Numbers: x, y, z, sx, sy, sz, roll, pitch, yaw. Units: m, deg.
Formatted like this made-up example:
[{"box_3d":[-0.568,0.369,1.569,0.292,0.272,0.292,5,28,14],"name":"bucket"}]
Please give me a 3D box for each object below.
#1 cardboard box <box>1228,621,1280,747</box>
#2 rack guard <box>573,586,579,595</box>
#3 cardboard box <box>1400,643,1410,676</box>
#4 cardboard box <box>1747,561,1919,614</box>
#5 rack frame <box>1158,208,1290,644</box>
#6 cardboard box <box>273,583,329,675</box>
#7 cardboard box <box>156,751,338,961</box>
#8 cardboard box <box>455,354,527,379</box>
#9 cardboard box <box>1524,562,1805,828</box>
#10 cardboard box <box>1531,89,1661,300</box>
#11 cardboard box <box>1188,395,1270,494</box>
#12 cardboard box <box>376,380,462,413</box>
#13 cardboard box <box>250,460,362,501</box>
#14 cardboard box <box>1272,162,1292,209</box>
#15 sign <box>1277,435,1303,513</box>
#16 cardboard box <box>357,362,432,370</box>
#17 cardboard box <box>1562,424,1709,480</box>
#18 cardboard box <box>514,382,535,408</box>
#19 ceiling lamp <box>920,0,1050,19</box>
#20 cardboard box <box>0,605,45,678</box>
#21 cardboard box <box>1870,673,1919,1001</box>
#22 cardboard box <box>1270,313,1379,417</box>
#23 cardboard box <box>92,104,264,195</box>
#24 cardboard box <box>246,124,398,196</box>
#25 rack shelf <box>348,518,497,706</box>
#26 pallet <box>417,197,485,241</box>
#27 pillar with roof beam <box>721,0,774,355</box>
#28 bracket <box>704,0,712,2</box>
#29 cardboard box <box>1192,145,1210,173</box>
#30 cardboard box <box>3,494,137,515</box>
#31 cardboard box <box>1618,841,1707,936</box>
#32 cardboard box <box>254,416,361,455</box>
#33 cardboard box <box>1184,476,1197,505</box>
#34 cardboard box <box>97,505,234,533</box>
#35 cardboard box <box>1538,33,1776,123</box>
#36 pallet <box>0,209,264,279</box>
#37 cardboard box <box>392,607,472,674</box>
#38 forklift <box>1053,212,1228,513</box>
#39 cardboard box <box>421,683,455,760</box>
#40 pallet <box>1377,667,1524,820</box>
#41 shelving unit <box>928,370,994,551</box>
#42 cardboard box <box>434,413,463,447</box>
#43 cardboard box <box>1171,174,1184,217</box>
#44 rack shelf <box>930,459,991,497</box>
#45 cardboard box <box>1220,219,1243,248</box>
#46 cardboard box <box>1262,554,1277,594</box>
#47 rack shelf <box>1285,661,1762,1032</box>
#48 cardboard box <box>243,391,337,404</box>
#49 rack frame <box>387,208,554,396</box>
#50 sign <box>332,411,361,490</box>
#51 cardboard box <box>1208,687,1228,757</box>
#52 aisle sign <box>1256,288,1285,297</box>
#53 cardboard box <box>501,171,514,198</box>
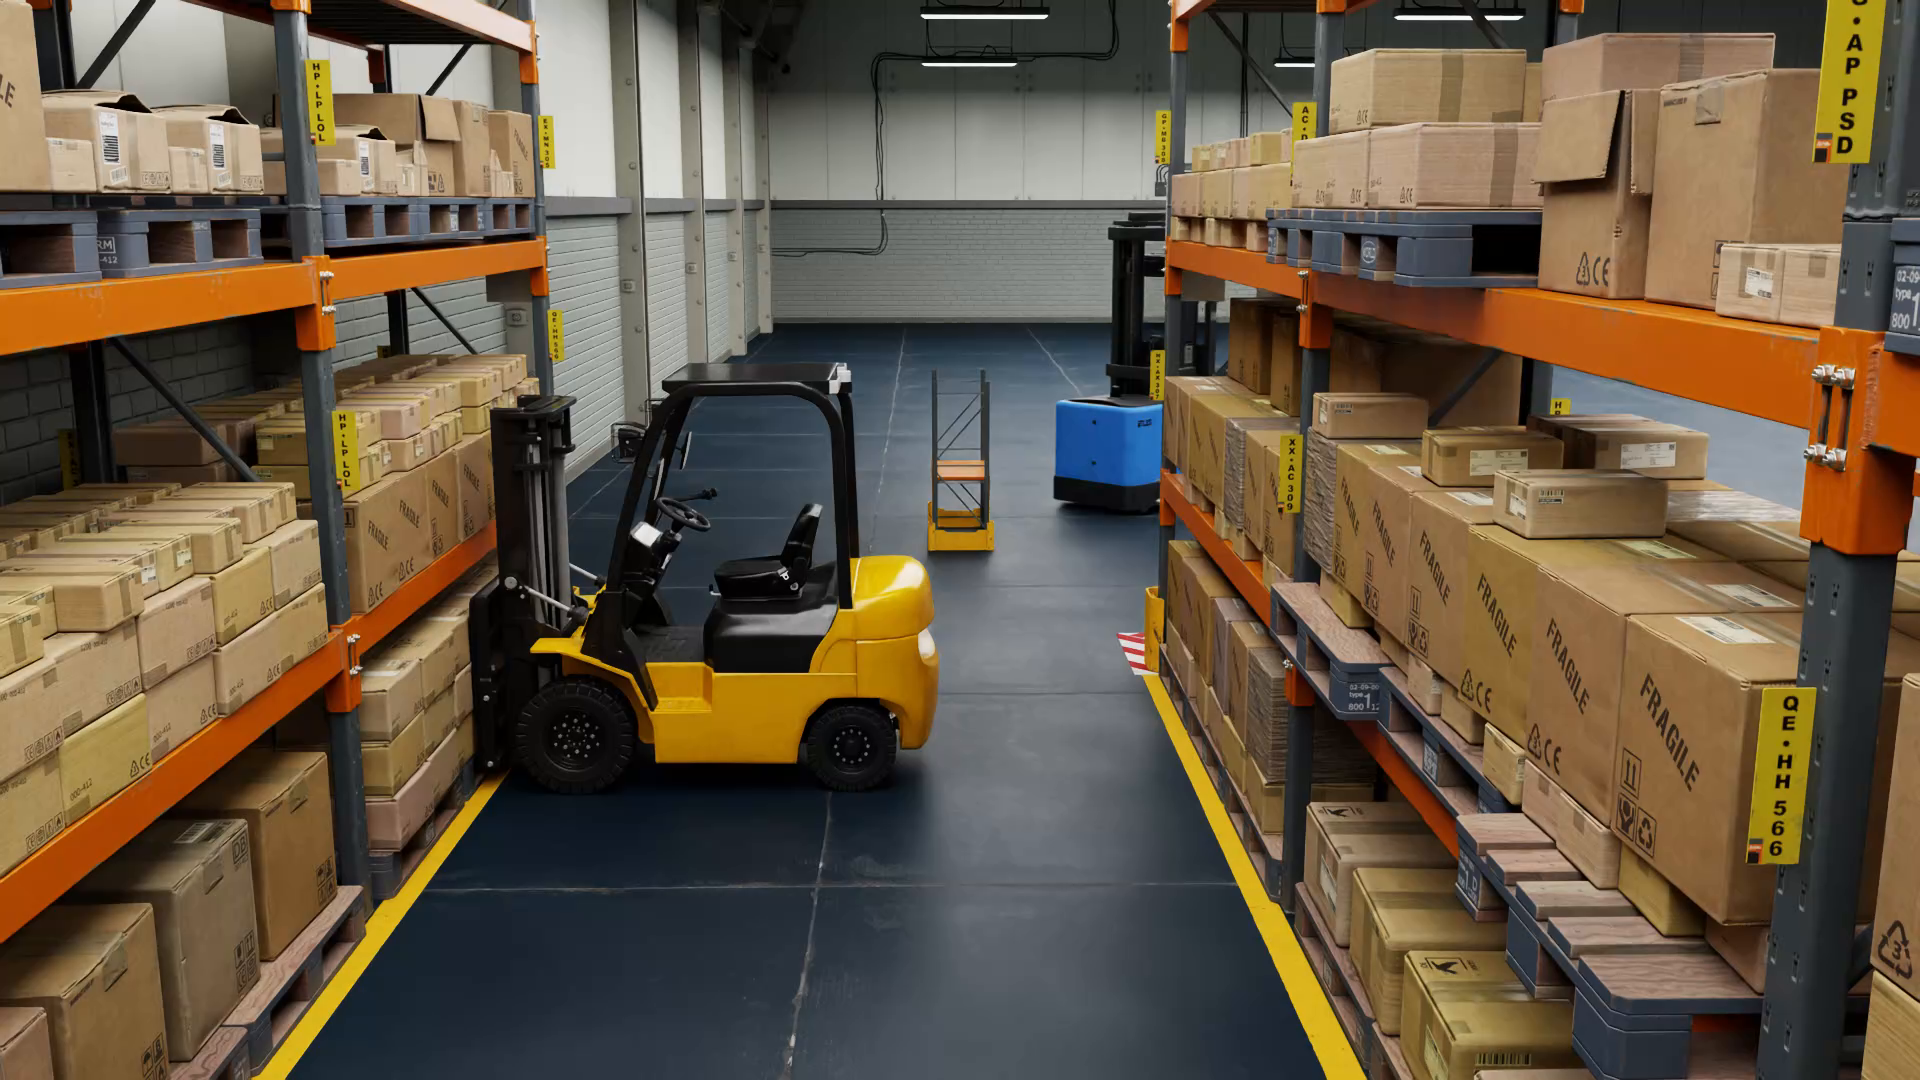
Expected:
[{"box_3d":[1.618,0.704,8.209,0.500,0.500,0.500,0,11,0],"name":"cardboard box"},{"box_3d":[-3.135,0.594,11.067,1.175,0.500,0.348,0,11,-1],"name":"rack guard"},{"box_3d":[1.652,0.382,5.399,0.380,0.149,0.250,0,11,-1],"name":"cardboard box"},{"box_3d":[2.198,0.348,3.935,0.500,0.500,0.500,0,11,2],"name":"cardboard box"},{"box_3d":[1.828,-0.648,10.899,1.000,3.000,0.127,0,11,-1],"name":"rack frame"},{"box_3d":[-2.779,0.341,6.402,0.500,0.250,0.500,0,11,0],"name":"cardboard box"},{"box_3d":[-3.029,1.230,6.559,0.875,0.625,0.625,0,11,1],"name":"cardboard box"},{"box_3d":[-2.916,-1.069,10.344,0.380,0.149,0.250,0,11,-1],"name":"cardboard box"},{"box_3d":[1.685,0.350,3.925,0.500,0.500,0.500,0,11,-2],"name":"cardboard box"},{"box_3d":[1.934,-0.881,4.246,0.797,0.503,0.637,0,11,-1],"name":"cardboard box"},{"box_3d":[1.587,-0.543,9.383,0.500,0.500,0.500,0,11,-2],"name":"cardboard box"},{"box_3d":[-2.878,-0.764,8.841,0.380,0.149,0.250,0,11,0],"name":"cardboard box"},{"box_3d":[-2.795,-0.263,7.119,0.380,0.149,0.250,0,11,-2],"name":"cardboard box"},{"box_3d":[1.633,-1.482,7.096,0.500,0.250,0.500,0,11,-2],"name":"cardboard box"},{"box_3d":[1.369,-0.273,6.875,0.100,0.325,0.005,0,11,-1],"name":"sign"},{"box_3d":[-3.349,-0.967,9.842,0.380,0.149,0.250,0,11,0],"name":"cardboard box"},{"box_3d":[2.203,-0.289,5.443,0.380,0.149,0.250,-1,11,-4],"name":"cardboard box"},{"box_3d":[-2.812,-0.875,10.137,0.380,0.149,0.250,0,11,0],"name":"cardboard box"},{"box_3d":[0.376,-9.689,25.696,2.000,3.185,0.800,0,11,-1],"name":"ceiling lamp"},{"box_3d":[-2.718,0.276,4.465,0.380,0.149,0.250,0,11,0],"name":"cardboard box"},{"box_3d":[1.759,0.502,2.463,0.500,0.500,0.500,-1,11,-3],"name":"cardboard box"},{"box_3d":[2.045,-0.931,8.779,0.700,0.500,0.500,0,11,-2],"name":"cardboard box"},{"box_3d":[-2.793,-1.370,5.830,0.500,0.311,0.500,-1,11,-3],"name":"cardboard box"},{"box_3d":[-2.825,-1.679,7.355,0.500,0.311,0.500,0,11,0],"name":"cardboard box"},{"box_3d":[-3.093,0.123,8.907,1.077,0.370,4.000,0,11,-1],"name":"rack shelf"},{"box_3d":[-3.117,-1.670,8.614,1.003,0.211,1.213,0,11,-1],"name":"pallet"},{"box_3d":[-0.213,-8.213,33.101,9.100,9.000,0.548,0,11,-1],"name":"pillar with roof beam"},{"box_3d":[-4.029,-8.686,26.377,0.235,0.232,0.430,0,11,-1],"name":"bracket"},{"box_3d":[1.527,-2.164,9.454,0.380,0.149,0.250,0,11,-1],"name":"cardboard box"},{"box_3d":[-3.306,-0.074,6.189,0.380,0.149,0.250,-1,11,-3],"name":"cardboard box"},{"box_3d":[1.674,0.743,3.621,0.380,0.149,0.250,0,11,0],"name":"cardboard box"},{"box_3d":[-2.875,-0.460,7.344,0.380,0.149,0.250,0,11,0],"name":"cardboard box"},{"box_3d":[1.532,-0.303,9.829,0.380,0.149,0.250,0,11,0],"name":"cardboard box"},{"box_3d":[-2.846,-0.031,5.978,0.380,0.149,0.250,0,11,-1],"name":"cardboard box"},{"box_3d":[2.094,-1.383,5.040,0.500,0.250,0.500,0,11,0],"name":"cardboard box"},{"box_3d":[-3.020,-1.033,5.732,0.805,0.209,1.217,-1,11,-3],"name":"pallet"},{"box_3d":[-2.770,0.522,8.477,0.500,0.250,0.500,0,11,1],"name":"cardboard box"},{"box_3d":[2.351,-1.931,17.396,1.130,2.935,3.031,11,16,44],"name":"forklift"},{"box_3d":[-2.765,0.868,8.031,0.500,0.250,0.500,0,11,-1],"name":"cardboard box"},{"box_3d":[1.912,0.643,5.018,1.003,0.211,1.213,0,11,-1],"name":"pallet"},{"box_3d":[-0.002,-0.750,15.176,0.587,1.500,1.083,0,11,-1],"name":"shelving unit"},{"box_3d":[-2.807,-0.570,8.634,0.380,0.149,0.250,0,11,-2],"name":"cardboard box"},{"box_3d":[1.572,-2.089,10.088,0.500,0.250,0.500,0,11,-2],"name":"cardboard box"},{"box_3d":[-0.002,-0.576,15.220,0.538,0.185,1.000,0,11,-1],"name":"rack shelf"},{"box_3d":[1.587,-1.618,8.771,0.380,0.149,0.250,-1,11,-3],"name":"cardboard box"},{"box_3d":[1.588,0.158,7.558,0.380,0.149,0.250,0,11,0],"name":"cardboard box"},{"box_3d":[1.952,0.897,5.092,1.077,0.370,4.000,0,11,-1],"name":"rack shelf"},{"box_3d":[-3.354,-0.661,8.334,0.380,0.149,0.250,0,11,-2],"name":"cardboard box"},{"box_3d":[-3.134,-0.627,10.795,1.000,3.000,0.127,0,11,-1],"name":"rack frame"},{"box_3d":[-2.509,-0.364,6.789,0.100,0.325,0.005,0,11,-1],"name":"sign"},{"box_3d":[1.603,0.966,8.805,0.500,0.250,0.500,0,11,0],"name":"cardboard box"},{"box_3d":[2.117,-1.935,10.707,0.394,0.787,0.004,0,11,-1],"name":"aisle sign"},{"box_3d":[-2.813,-2.065,9.664,0.380,0.149,0.250,-1,11,-3],"name":"cardboard box"}]
